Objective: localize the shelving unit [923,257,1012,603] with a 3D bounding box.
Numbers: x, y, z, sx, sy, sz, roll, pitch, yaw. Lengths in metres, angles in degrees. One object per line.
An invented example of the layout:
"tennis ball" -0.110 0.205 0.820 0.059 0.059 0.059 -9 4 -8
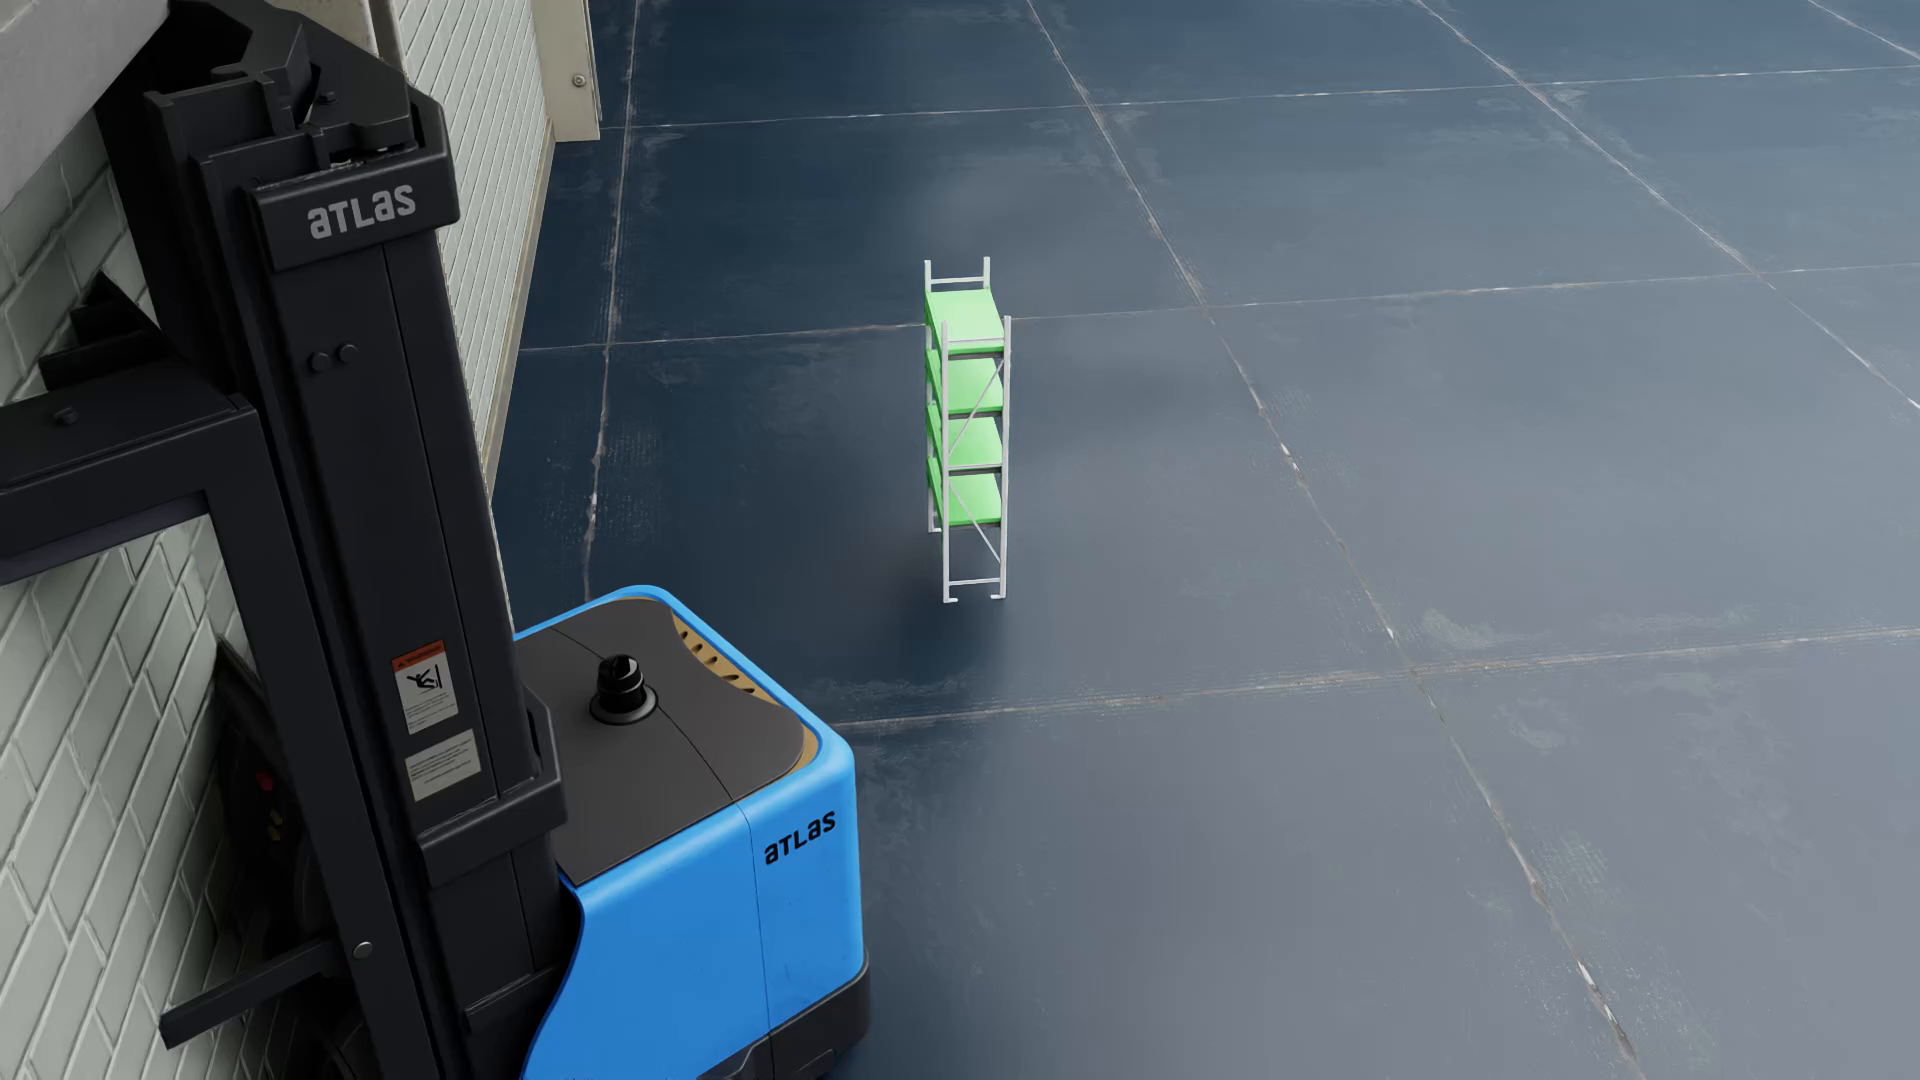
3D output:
"shelving unit" 0.022 -0.403 6.277 0.258 1.200 0.503 -4 35 -6

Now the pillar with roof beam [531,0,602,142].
"pillar with roof beam" 1.824 -6.655 8.525 9.100 9.000 0.400 -4 35 -6

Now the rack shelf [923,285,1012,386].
"rack shelf" 0.022 -0.747 6.042 0.258 0.148 0.480 -4 35 -6

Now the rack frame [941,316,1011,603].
"rack frame" 0.055 -0.267 6.077 0.240 1.200 0.015 -4 35 -6

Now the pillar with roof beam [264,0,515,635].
"pillar with roof beam" 2.631 -3.307 3.612 9.100 9.000 0.400 -4 35 -6

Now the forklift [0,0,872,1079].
"forklift" -1.698 0.520 3.384 3.031 2.935 1.130 -25 42 -32

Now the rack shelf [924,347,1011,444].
"rack shelf" 0.022 -0.549 6.177 0.258 0.148 0.480 -4 35 -6

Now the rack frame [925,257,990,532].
"rack frame" -0.011 -0.540 6.476 0.240 1.200 0.015 -4 35 -6

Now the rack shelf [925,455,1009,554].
"rack shelf" 0.022 -0.152 6.448 0.258 0.148 0.480 -4 35 -6

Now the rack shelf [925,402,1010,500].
"rack shelf" 0.022 -0.351 6.313 0.258 0.148 0.480 -4 35 -6
